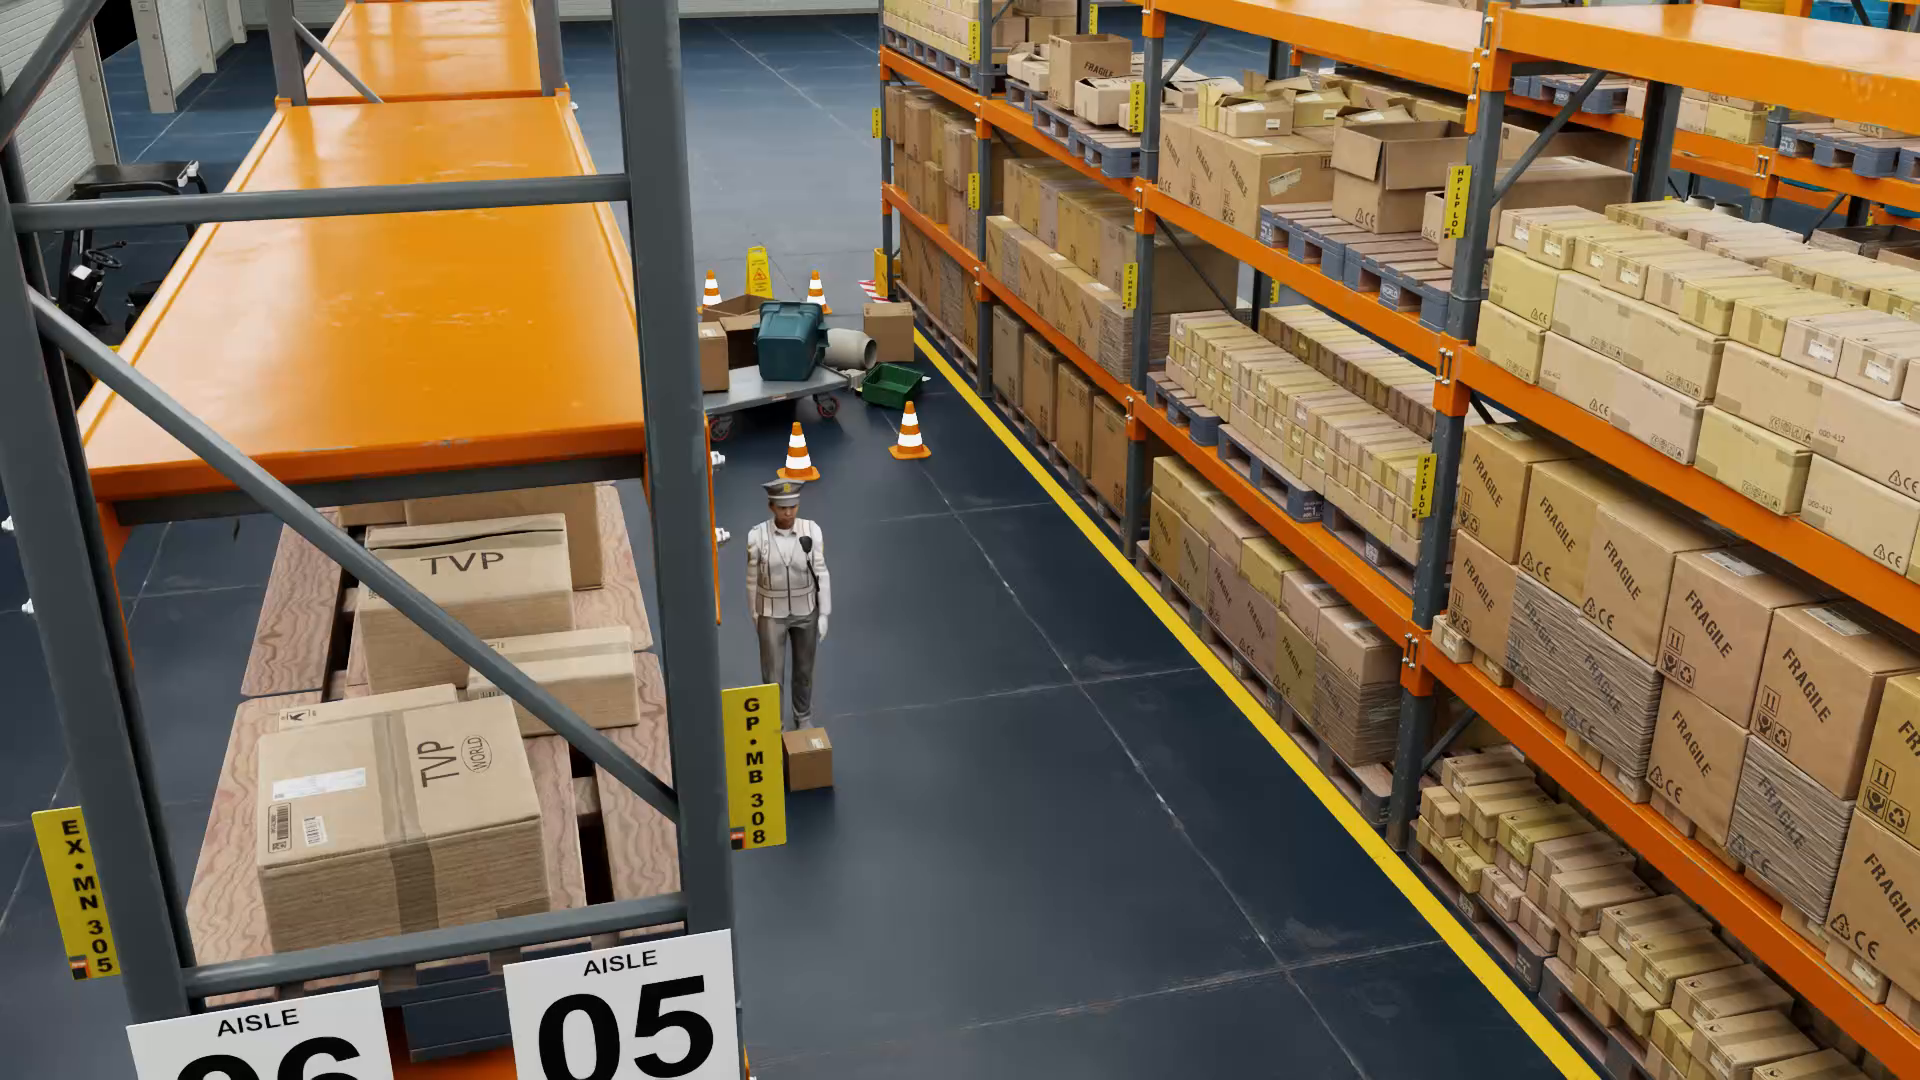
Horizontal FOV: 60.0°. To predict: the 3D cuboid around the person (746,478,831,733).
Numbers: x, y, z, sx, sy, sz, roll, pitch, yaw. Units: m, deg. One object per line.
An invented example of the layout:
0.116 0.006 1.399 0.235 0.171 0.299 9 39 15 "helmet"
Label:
-0.972 0.445 9.576 0.475 1.683 0.485 -6 24 -14 "person"
